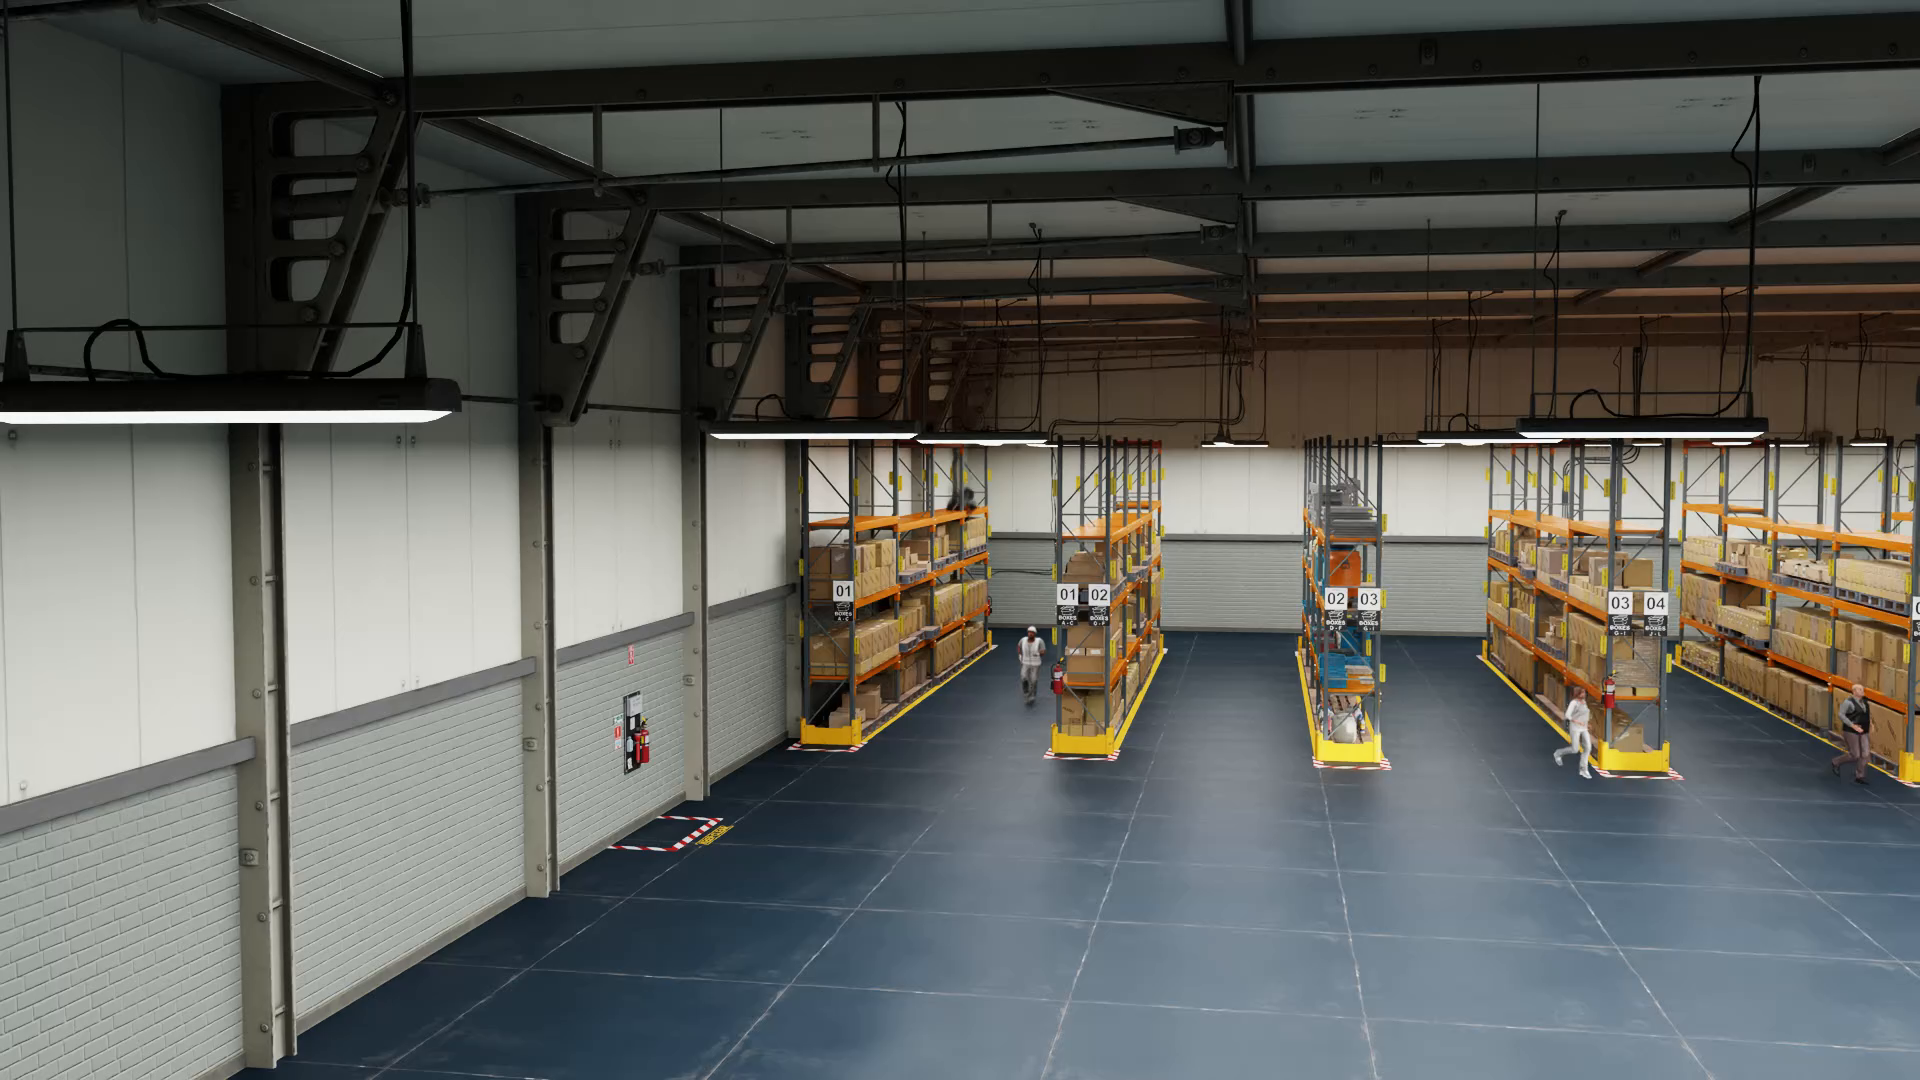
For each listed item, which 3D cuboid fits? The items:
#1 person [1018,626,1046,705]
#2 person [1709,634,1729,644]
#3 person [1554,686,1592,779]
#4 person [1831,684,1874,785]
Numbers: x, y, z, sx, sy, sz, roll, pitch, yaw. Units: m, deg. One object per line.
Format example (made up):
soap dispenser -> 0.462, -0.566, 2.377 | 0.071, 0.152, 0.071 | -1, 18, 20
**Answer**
person -> 1.603, 2.817, 37.407 | 0.664, 1.764, 0.737 | 1, 3, 10
person -> 20.839, 2.347, 45.792 | 0.972, 1.784, 0.662 | 0, 3, -4
person -> 10.867, 3.361, 29.322 | 0.563, 1.590, 0.810 | -2, 4, -32
person -> 15.437, 3.326, 28.704 | 0.688, 1.708, 0.711 | -1, 3, -20
